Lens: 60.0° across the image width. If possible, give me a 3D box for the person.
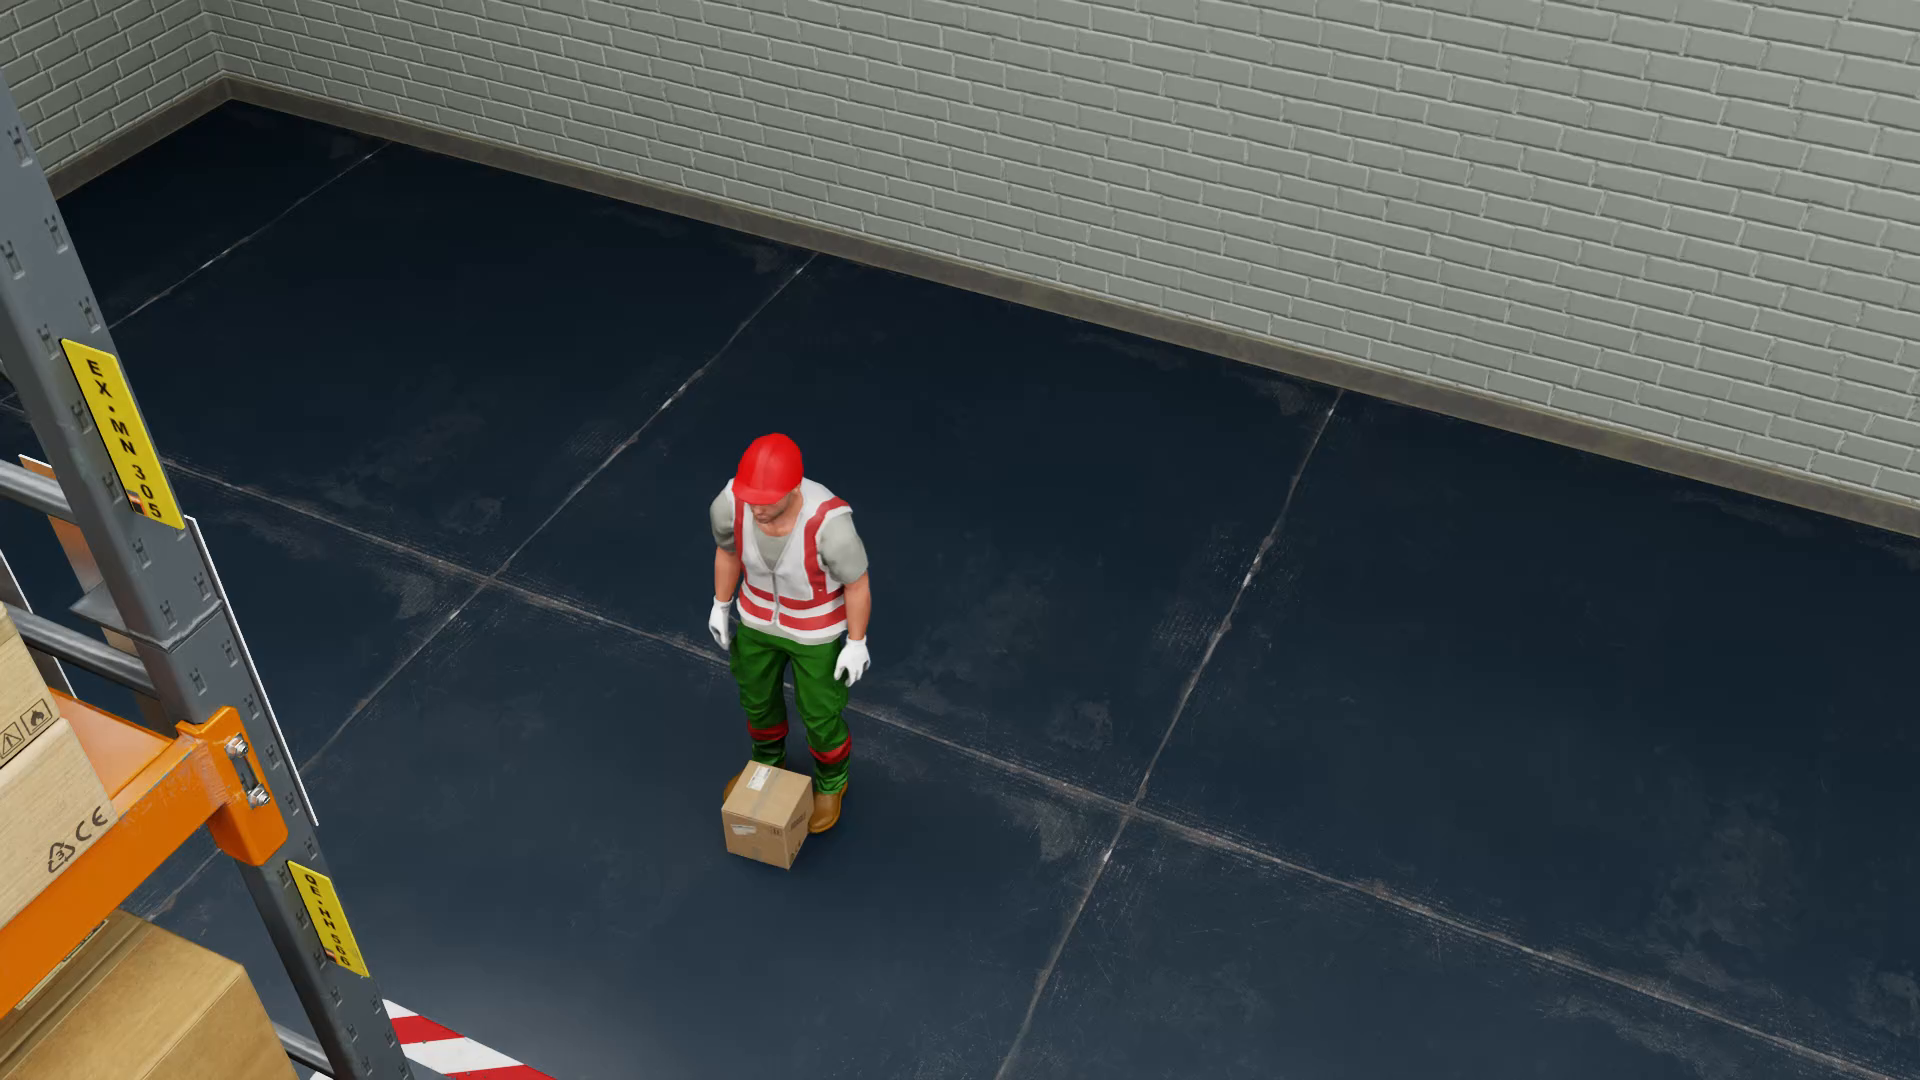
[{"bbox_3d":[-0.599,0.313,5.797,0.610,1.777,0.452,15,44,16],"label":"person"}]
